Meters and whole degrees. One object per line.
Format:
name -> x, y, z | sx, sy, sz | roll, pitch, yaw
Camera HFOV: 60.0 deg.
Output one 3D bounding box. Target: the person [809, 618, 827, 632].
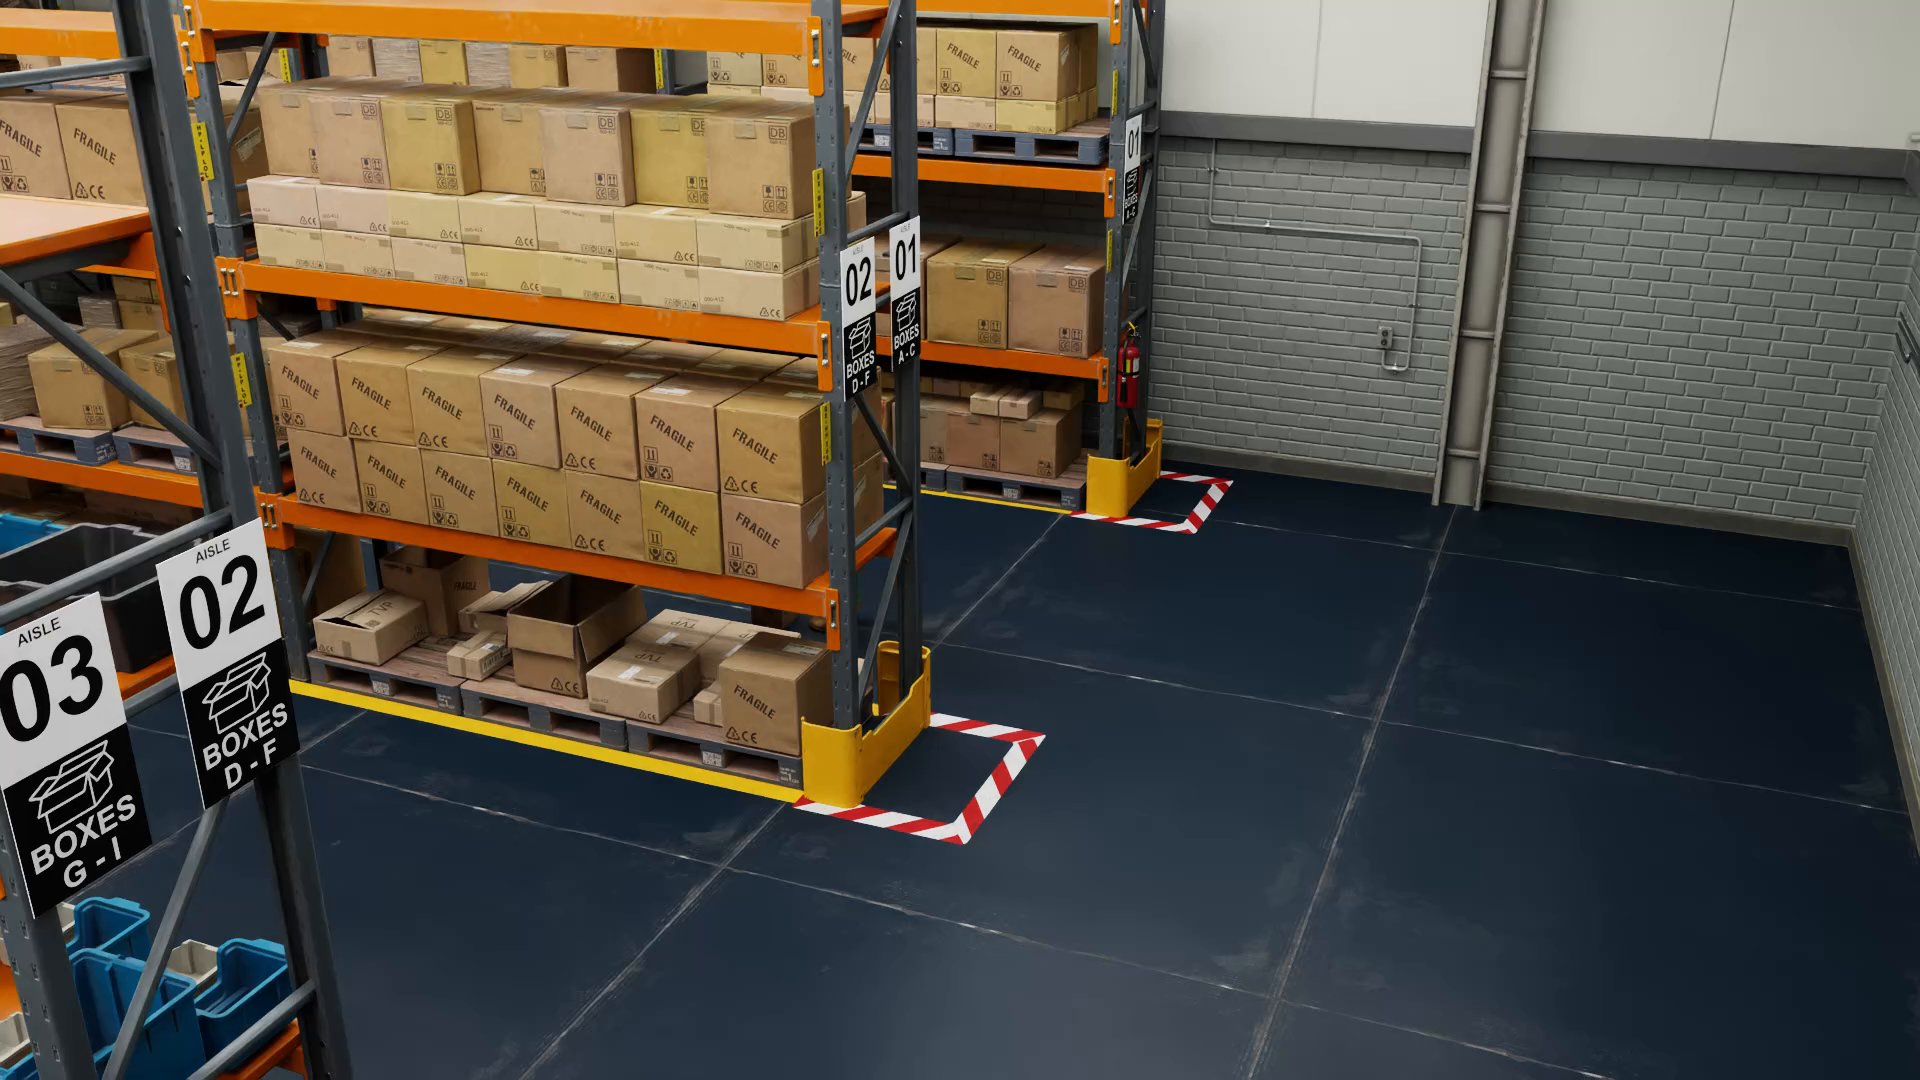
person -> -0.861, -0.189, 11.436 | 0.462, 1.852, 0.635 | 10, 24, 23
